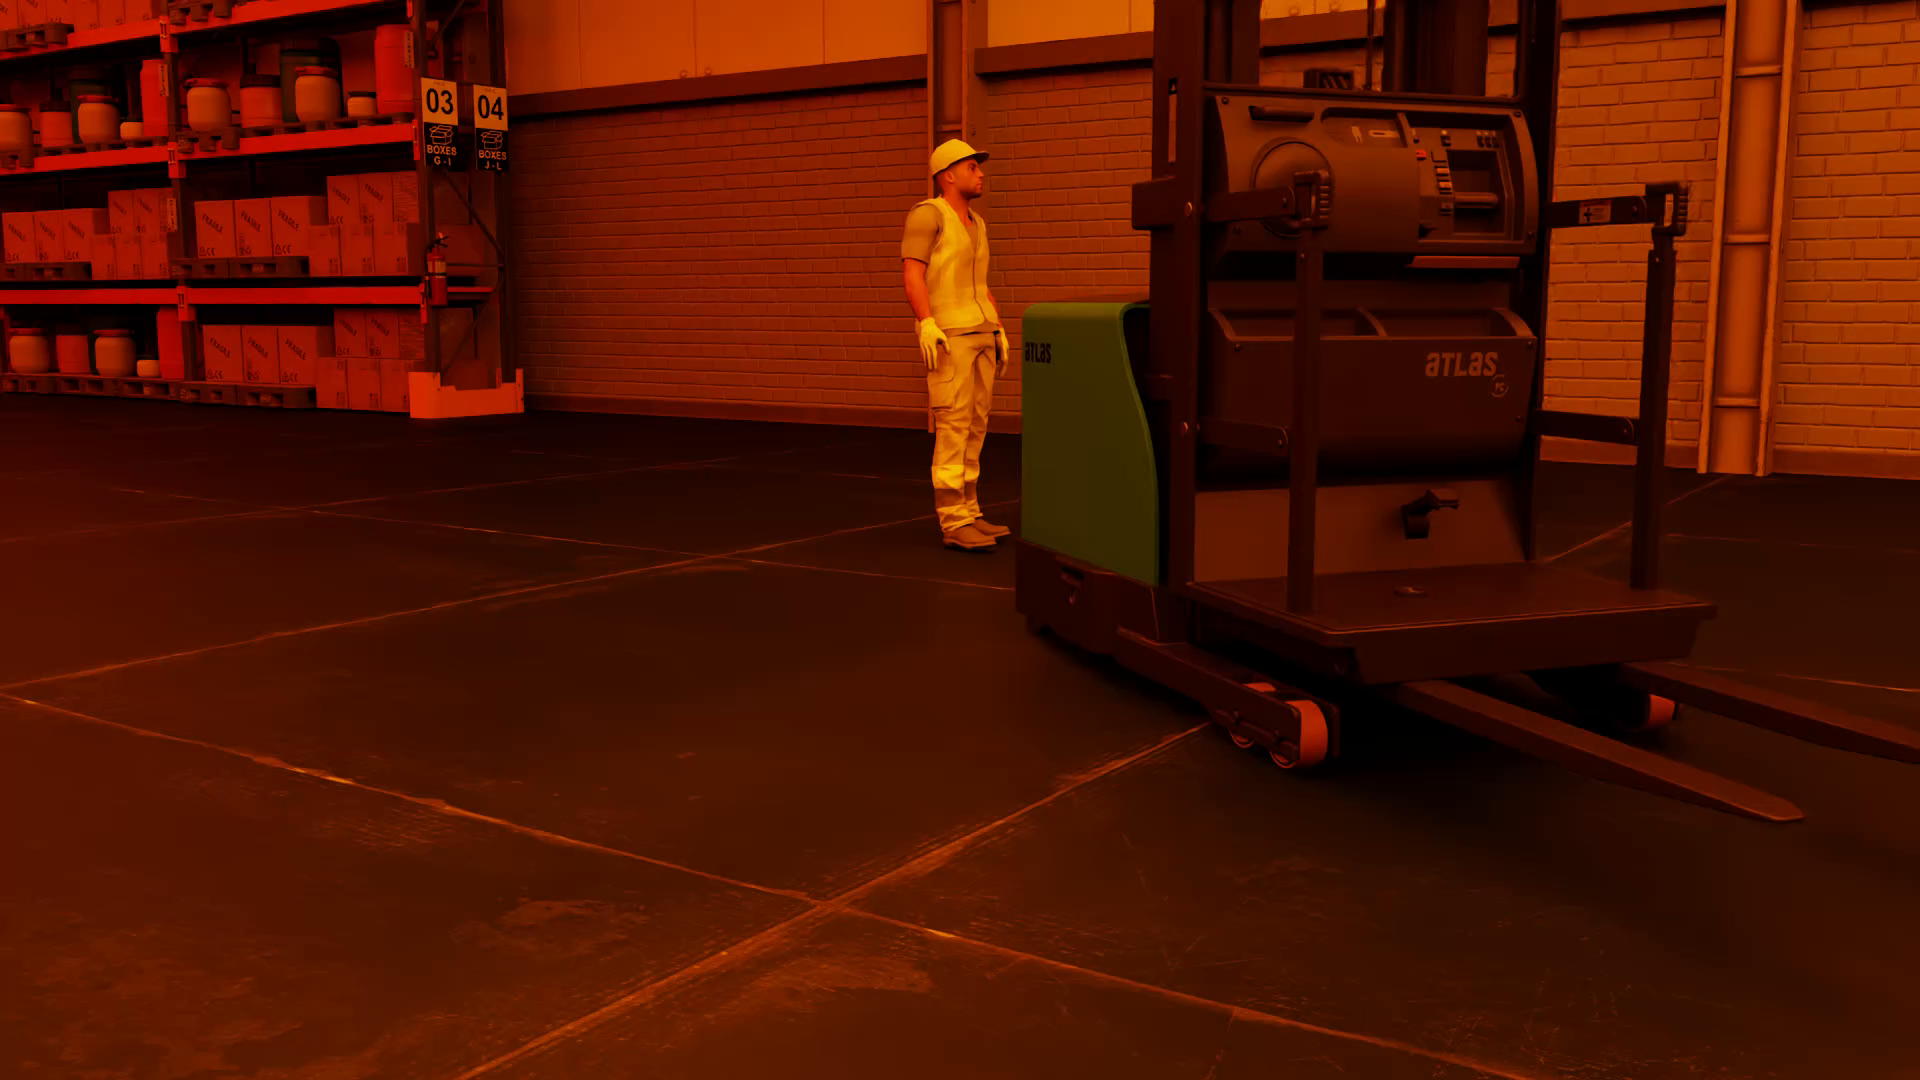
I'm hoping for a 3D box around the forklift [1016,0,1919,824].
[{"bbox_3d":[1.159,-0.982,4.100,1.130,2.935,3.031,-3,9,-20],"label":"forklift"}]

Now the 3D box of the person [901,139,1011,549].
[{"bbox_3d":[0.060,-0.885,7.423,0.564,1.787,0.638,5,10,34],"label":"person"}]
